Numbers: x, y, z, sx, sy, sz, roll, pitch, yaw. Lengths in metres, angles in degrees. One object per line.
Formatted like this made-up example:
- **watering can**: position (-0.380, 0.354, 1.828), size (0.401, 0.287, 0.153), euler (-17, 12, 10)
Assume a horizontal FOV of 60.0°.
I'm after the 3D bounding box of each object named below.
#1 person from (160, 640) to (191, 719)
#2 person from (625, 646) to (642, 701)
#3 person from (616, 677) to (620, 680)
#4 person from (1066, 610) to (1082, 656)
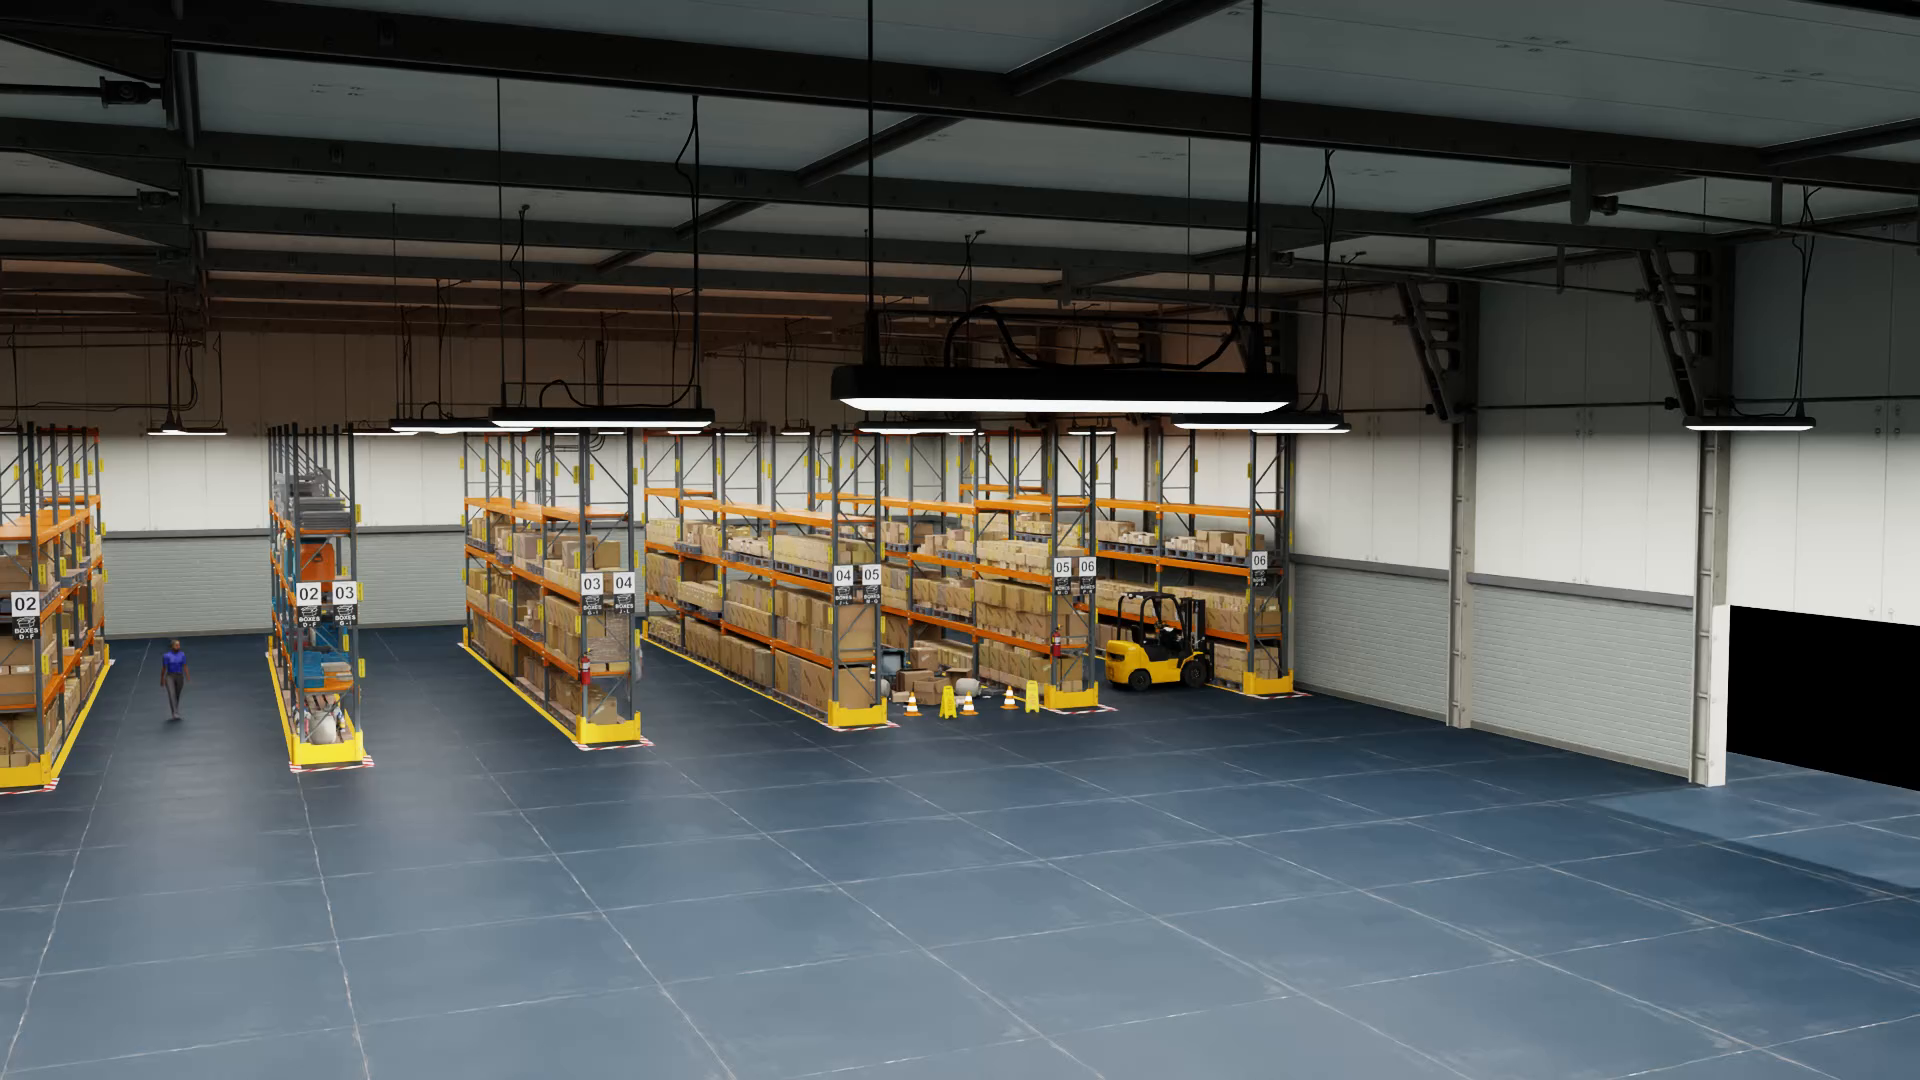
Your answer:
- **person**: position (-16.070, 2.828, 34.063), size (0.522, 1.586, 1.058), euler (-3, 4, -39)
- **person**: position (-7.223, 2.721, 36.469), size (0.500, 1.580, 0.482), euler (-3, 4, -37)
- **person**: position (-8.132, 2.415, 39.575), size (0.702, 1.717, 1.103), euler (-1, 4, -22)
- **person**: position (2.749, 2.486, 40.033), size (0.569, 1.599, 0.721), euler (-1, 4, -23)
